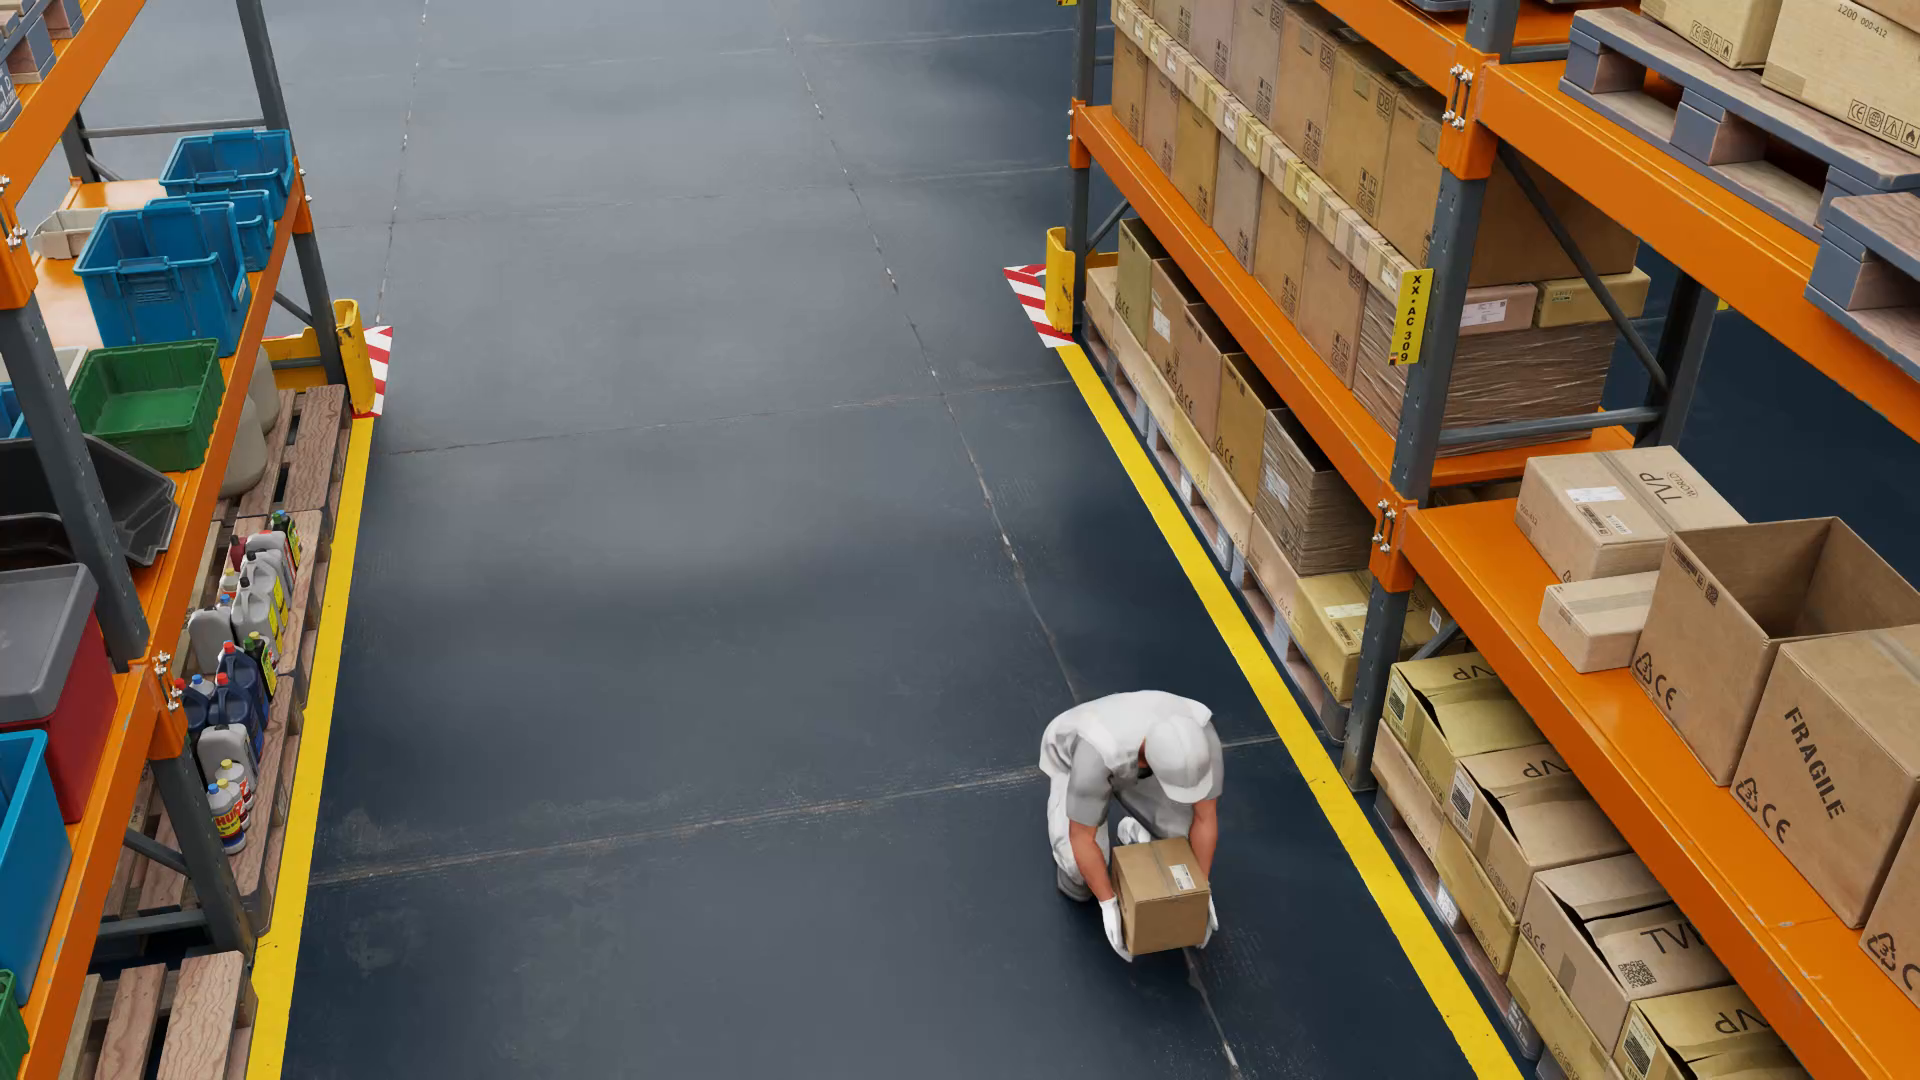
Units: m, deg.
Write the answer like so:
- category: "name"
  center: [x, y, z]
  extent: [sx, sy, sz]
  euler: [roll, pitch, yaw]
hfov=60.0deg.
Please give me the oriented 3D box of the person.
- category: "person"
  center: [0.579, 0.841, 5.594]
  extent: [0.565, 0.994, 0.864]
  euler: [-8, 35, -11]
